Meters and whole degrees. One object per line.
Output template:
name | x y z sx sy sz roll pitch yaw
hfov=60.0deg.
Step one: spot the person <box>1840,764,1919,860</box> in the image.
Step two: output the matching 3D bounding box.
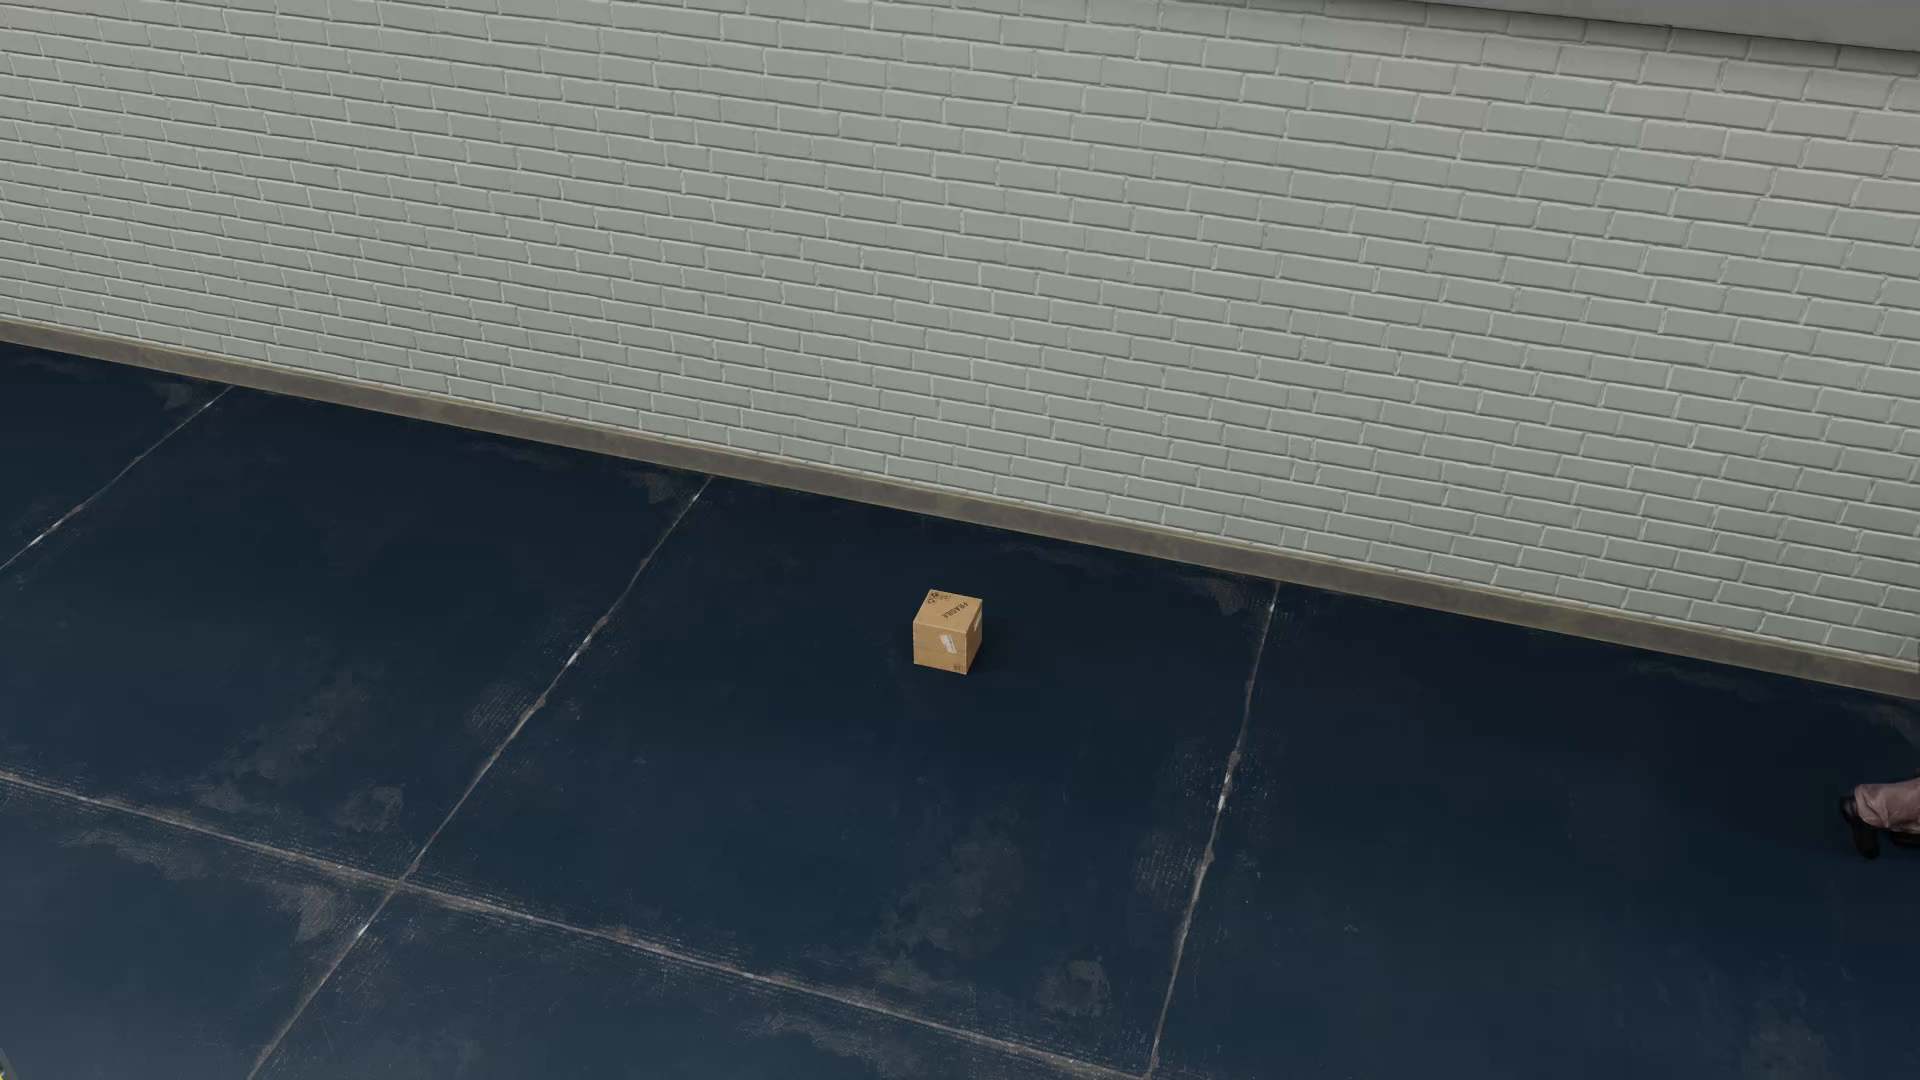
person | 3.747 0.537 6.163 0.564 1.710 0.537 12 38 15
